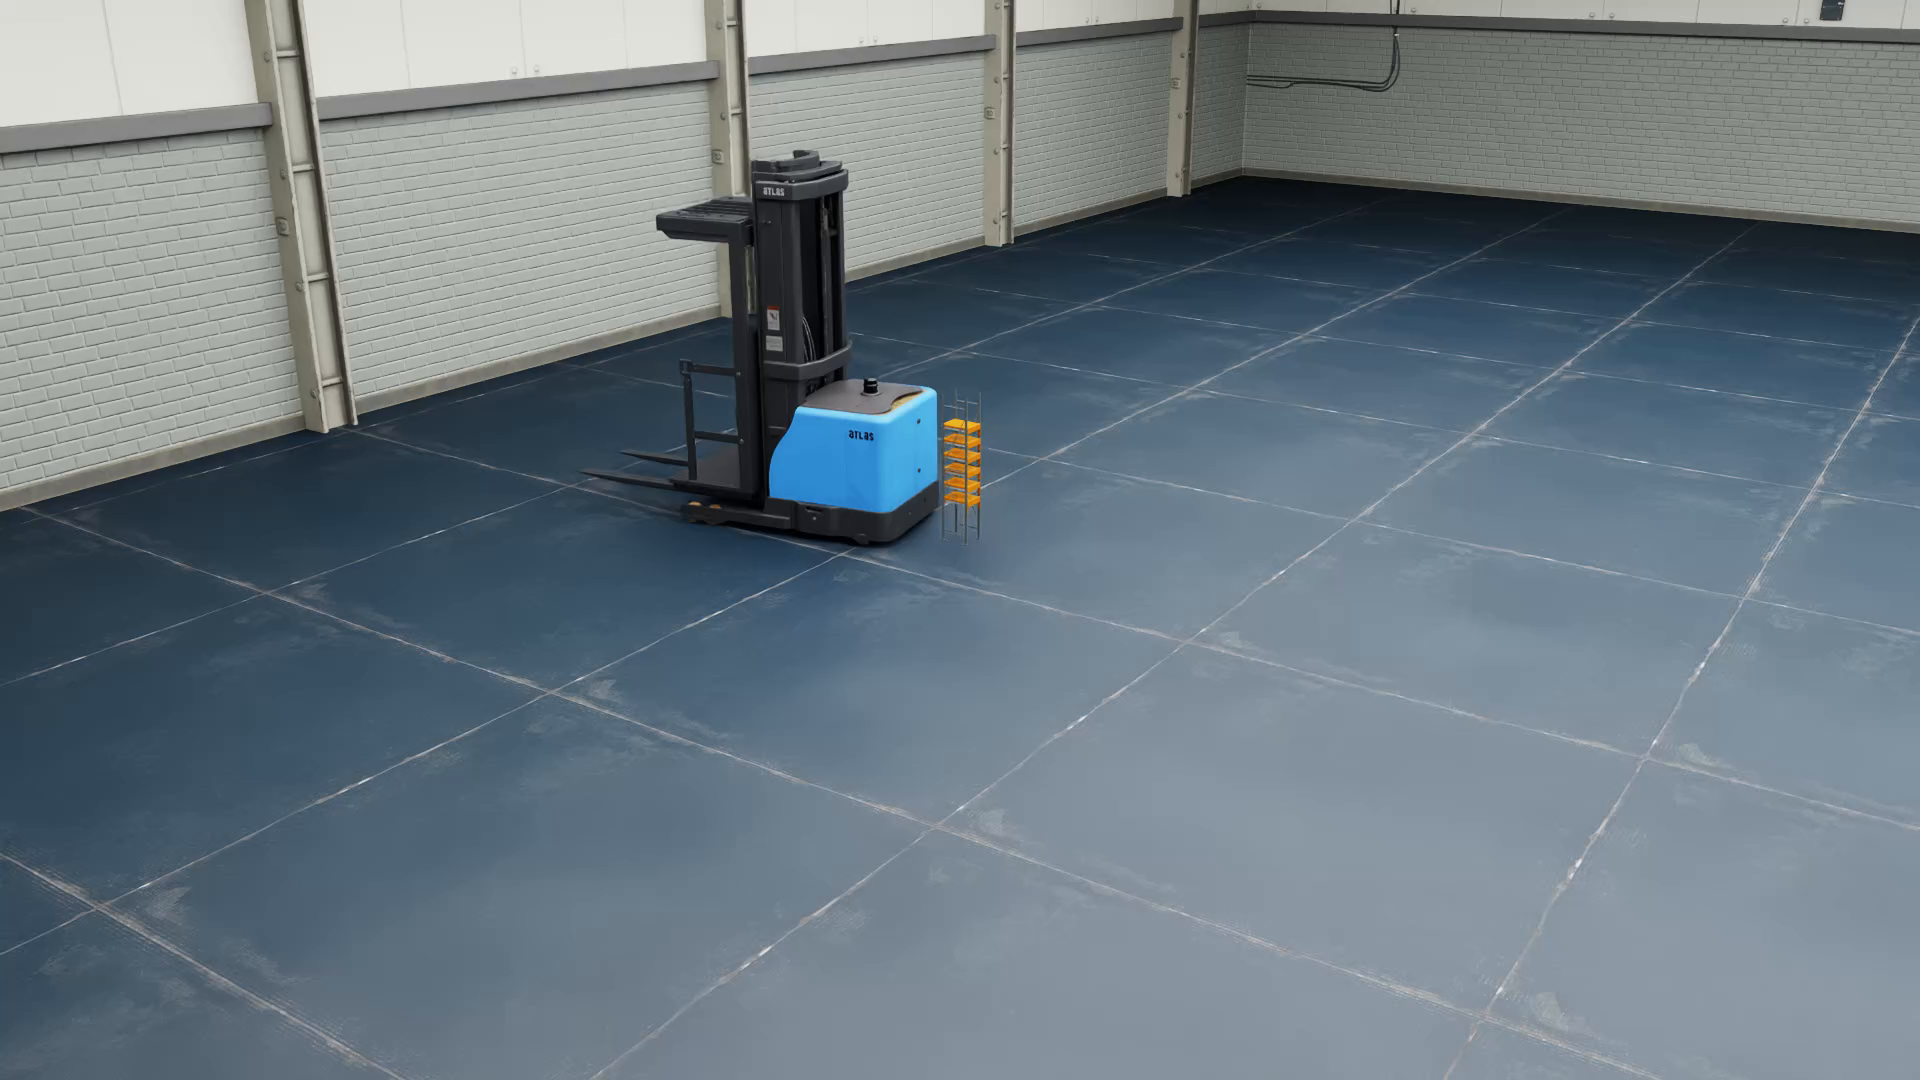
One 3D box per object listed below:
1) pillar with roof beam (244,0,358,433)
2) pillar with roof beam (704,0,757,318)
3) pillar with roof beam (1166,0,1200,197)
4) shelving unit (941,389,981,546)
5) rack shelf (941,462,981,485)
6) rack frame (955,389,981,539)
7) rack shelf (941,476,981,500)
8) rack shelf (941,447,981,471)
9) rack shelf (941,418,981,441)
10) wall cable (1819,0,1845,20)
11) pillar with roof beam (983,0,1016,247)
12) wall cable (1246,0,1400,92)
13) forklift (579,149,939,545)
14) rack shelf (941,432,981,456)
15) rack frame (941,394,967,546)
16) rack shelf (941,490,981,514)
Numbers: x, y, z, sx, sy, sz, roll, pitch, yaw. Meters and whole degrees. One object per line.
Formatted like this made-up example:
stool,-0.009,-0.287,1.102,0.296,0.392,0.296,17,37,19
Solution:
pillar with roof beam,-2.594,-4.497,12.451,9.100,9.000,0.400,13,24,32
pillar with roof beam,0.779,-6.219,17.106,9.100,9.000,0.400,13,24,32
pillar with roof beam,7.525,-9.662,26.414,9.100,9.000,0.400,13,24,32
shelving unit,0.008,-0.567,13.068,0.258,1.200,0.189,13,24,32
rack shelf,0.008,-0.525,13.083,0.258,0.103,0.180,13,24,32
rack frame,0.060,-0.593,13.139,0.240,1.200,0.006,13,24,32
rack shelf,0.008,-0.413,13.125,0.258,0.103,0.180,13,24,32
rack shelf,0.008,-0.638,13.042,0.258,0.103,0.180,13,24,32
rack shelf,0.008,-0.863,12.959,0.258,0.103,0.180,13,24,32
wall cable,14.557,-10.828,24.664,2.305,6.003,0.169,13,24,32
pillar with roof beam,4.152,-7.940,21.760,9.100,9.000,0.400,13,24,32
wall cable,6.714,-9.632,30.810,3.097,2.526,0.112,13,24,32
forklift,-1.738,-1.653,13.508,3.031,2.935,1.130,8,22,22
rack shelf,0.008,-0.750,13.000,0.258,0.103,0.180,13,24,32
rack frame,-0.043,-0.541,12.997,0.240,1.200,0.006,13,24,32
rack shelf,0.008,-0.300,13.167,0.258,0.103,0.180,13,24,32
